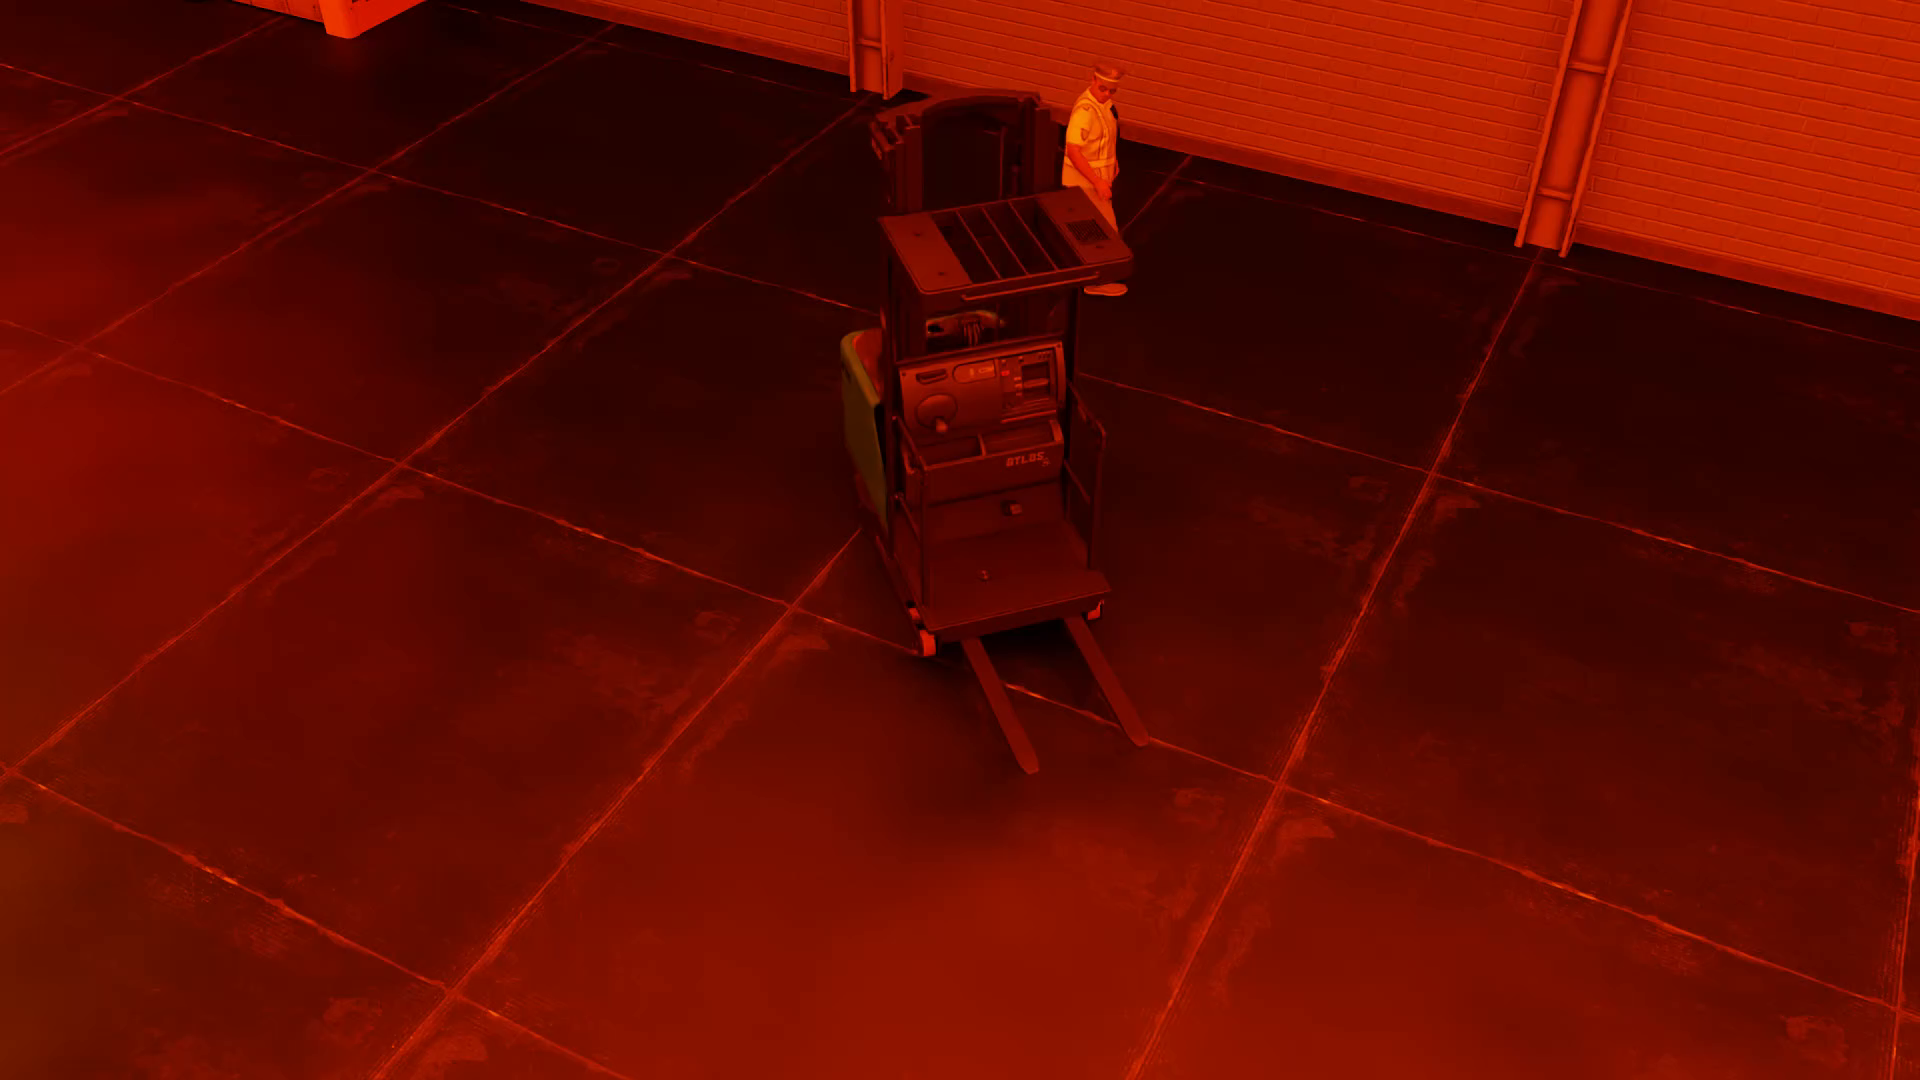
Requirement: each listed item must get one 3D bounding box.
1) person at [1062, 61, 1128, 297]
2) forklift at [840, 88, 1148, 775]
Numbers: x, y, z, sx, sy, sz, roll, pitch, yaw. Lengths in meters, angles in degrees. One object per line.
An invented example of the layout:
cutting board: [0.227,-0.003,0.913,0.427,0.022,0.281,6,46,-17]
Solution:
person: [1.007,-2.636,12.054,0.533,1.731,0.733,4,40,5]
forklift: [0.195,-0.748,8.874,1.130,2.935,3.031,-12,42,-14]
